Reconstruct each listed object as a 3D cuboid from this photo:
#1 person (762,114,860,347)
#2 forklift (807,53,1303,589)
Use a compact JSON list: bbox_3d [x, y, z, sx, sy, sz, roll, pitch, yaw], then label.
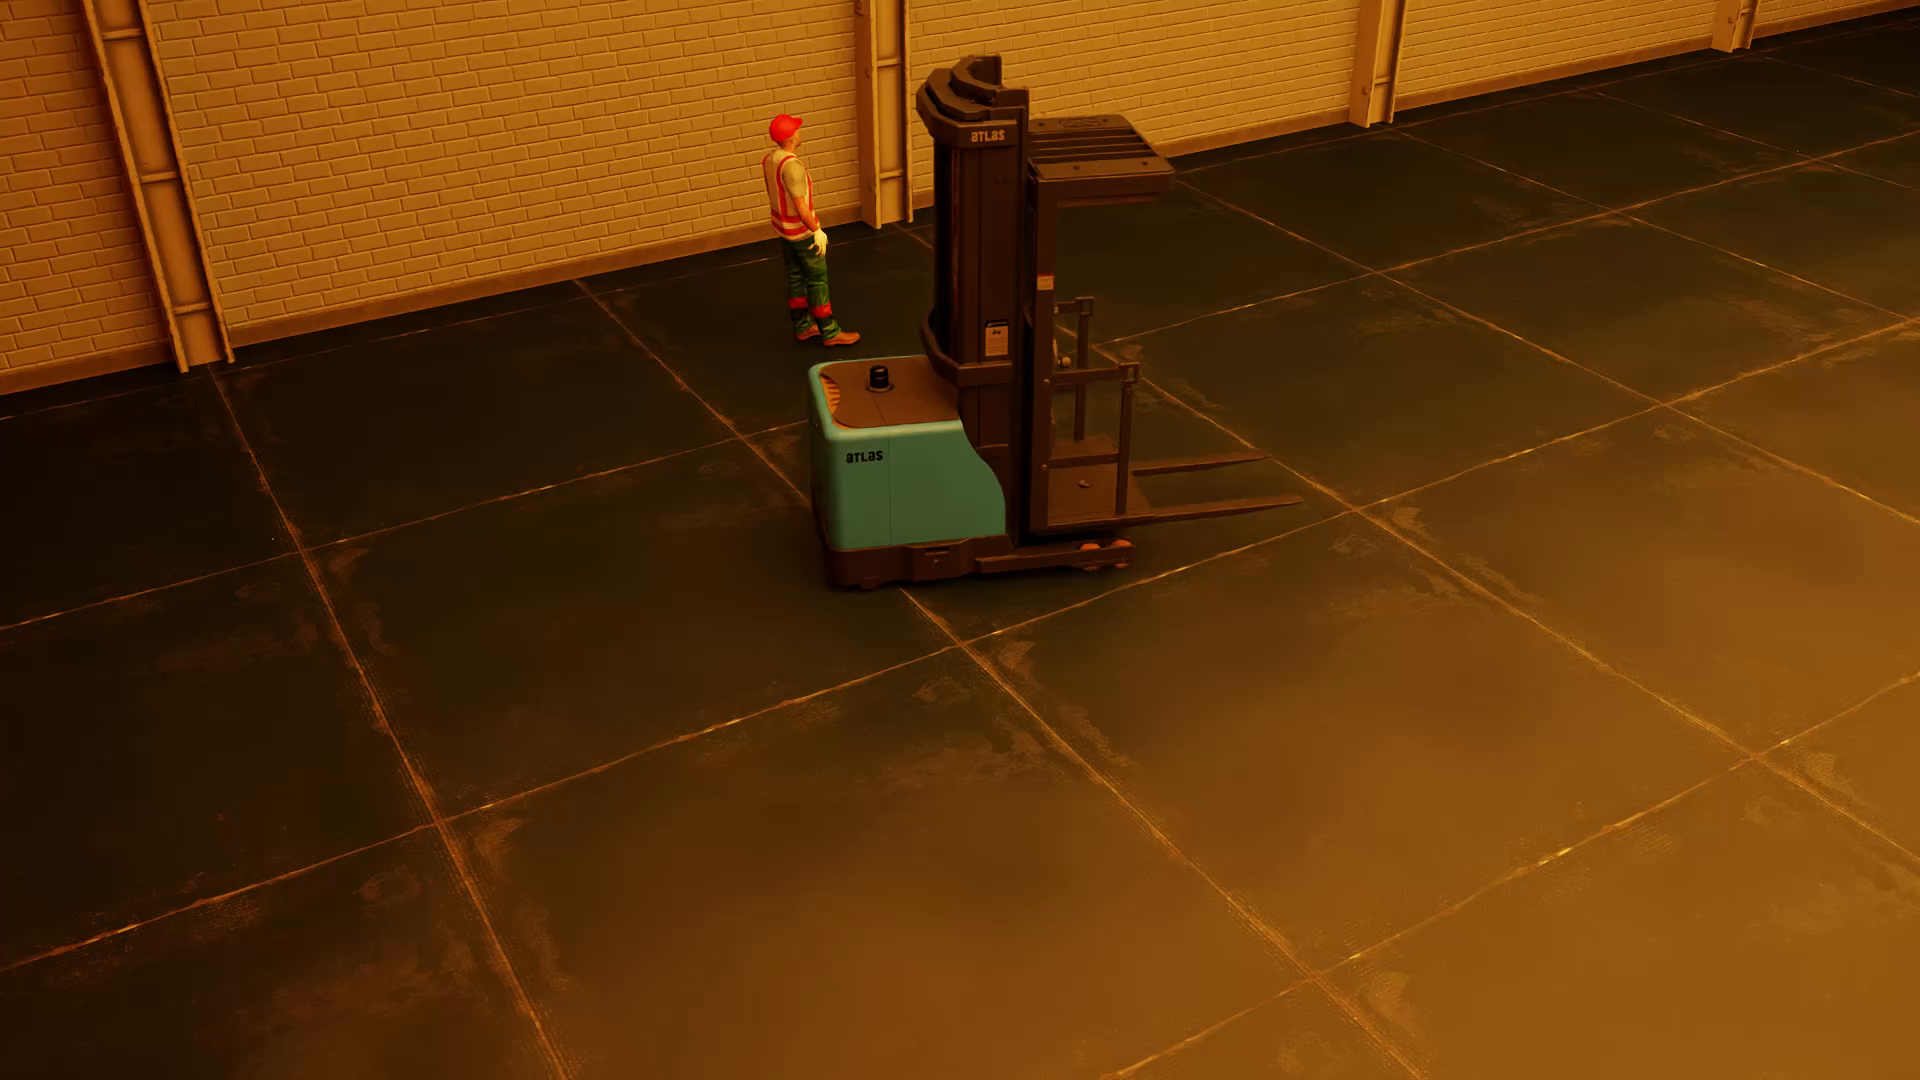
[{"bbox_3d":[-1.164,-2.379,12.718,0.566,1.787,0.638,-17,35,-27],"label":"person"},{"bbox_3d":[0.615,-1.331,9.869,3.031,2.935,1.130,-6,31,-10],"label":"forklift"}]
